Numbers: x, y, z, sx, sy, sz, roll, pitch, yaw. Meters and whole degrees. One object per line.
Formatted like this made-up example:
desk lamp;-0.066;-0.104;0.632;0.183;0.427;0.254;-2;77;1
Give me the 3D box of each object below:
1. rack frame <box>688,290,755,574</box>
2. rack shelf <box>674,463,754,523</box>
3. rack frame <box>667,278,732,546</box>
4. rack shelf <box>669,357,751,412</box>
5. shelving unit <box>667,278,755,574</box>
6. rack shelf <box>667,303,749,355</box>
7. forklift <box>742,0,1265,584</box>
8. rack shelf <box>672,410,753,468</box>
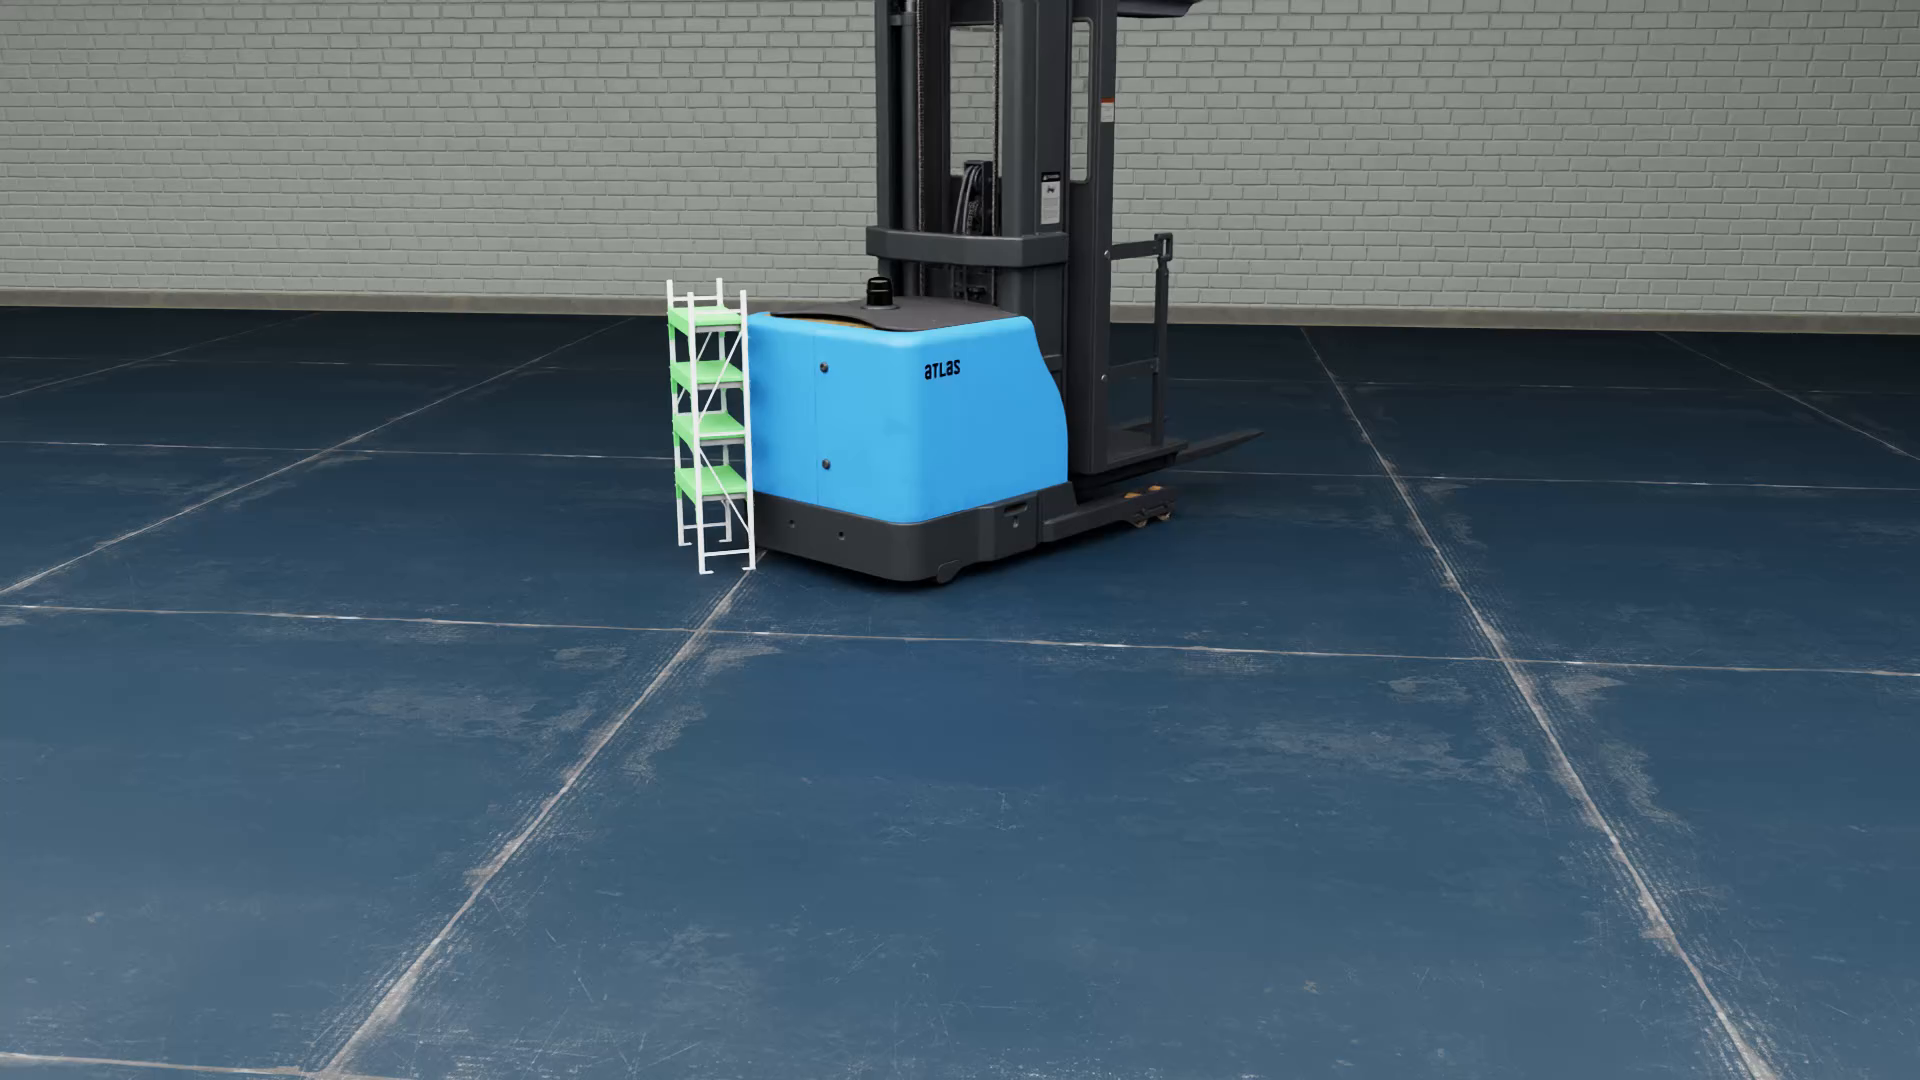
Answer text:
rack frame;-1.002;-0.444;7.006;0.240;1.200;0.015;-5;16;-19
rack shelf;-1.083;-0.211;7.308;0.258;0.148;0.480;-5;16;-19
rack frame;-1.165;-0.564;7.450;0.240;1.200;0.015;-5;16;-19
rack shelf;-1.083;-0.674;7.182;0.258;0.148;0.480;-5;16;-19
shelving unit;-1.083;-0.504;7.228;0.258;1.200;0.503;-5;16;-19
rack shelf;-1.083;-0.906;7.120;0.258;0.148;0.480;-5;16;-19
forklift;0.397;-1.552;7.786;1.130;2.935;3.031;13;20;40
rack shelf;-1.083;-0.443;7.245;0.258;0.148;0.480;-5;16;-19
